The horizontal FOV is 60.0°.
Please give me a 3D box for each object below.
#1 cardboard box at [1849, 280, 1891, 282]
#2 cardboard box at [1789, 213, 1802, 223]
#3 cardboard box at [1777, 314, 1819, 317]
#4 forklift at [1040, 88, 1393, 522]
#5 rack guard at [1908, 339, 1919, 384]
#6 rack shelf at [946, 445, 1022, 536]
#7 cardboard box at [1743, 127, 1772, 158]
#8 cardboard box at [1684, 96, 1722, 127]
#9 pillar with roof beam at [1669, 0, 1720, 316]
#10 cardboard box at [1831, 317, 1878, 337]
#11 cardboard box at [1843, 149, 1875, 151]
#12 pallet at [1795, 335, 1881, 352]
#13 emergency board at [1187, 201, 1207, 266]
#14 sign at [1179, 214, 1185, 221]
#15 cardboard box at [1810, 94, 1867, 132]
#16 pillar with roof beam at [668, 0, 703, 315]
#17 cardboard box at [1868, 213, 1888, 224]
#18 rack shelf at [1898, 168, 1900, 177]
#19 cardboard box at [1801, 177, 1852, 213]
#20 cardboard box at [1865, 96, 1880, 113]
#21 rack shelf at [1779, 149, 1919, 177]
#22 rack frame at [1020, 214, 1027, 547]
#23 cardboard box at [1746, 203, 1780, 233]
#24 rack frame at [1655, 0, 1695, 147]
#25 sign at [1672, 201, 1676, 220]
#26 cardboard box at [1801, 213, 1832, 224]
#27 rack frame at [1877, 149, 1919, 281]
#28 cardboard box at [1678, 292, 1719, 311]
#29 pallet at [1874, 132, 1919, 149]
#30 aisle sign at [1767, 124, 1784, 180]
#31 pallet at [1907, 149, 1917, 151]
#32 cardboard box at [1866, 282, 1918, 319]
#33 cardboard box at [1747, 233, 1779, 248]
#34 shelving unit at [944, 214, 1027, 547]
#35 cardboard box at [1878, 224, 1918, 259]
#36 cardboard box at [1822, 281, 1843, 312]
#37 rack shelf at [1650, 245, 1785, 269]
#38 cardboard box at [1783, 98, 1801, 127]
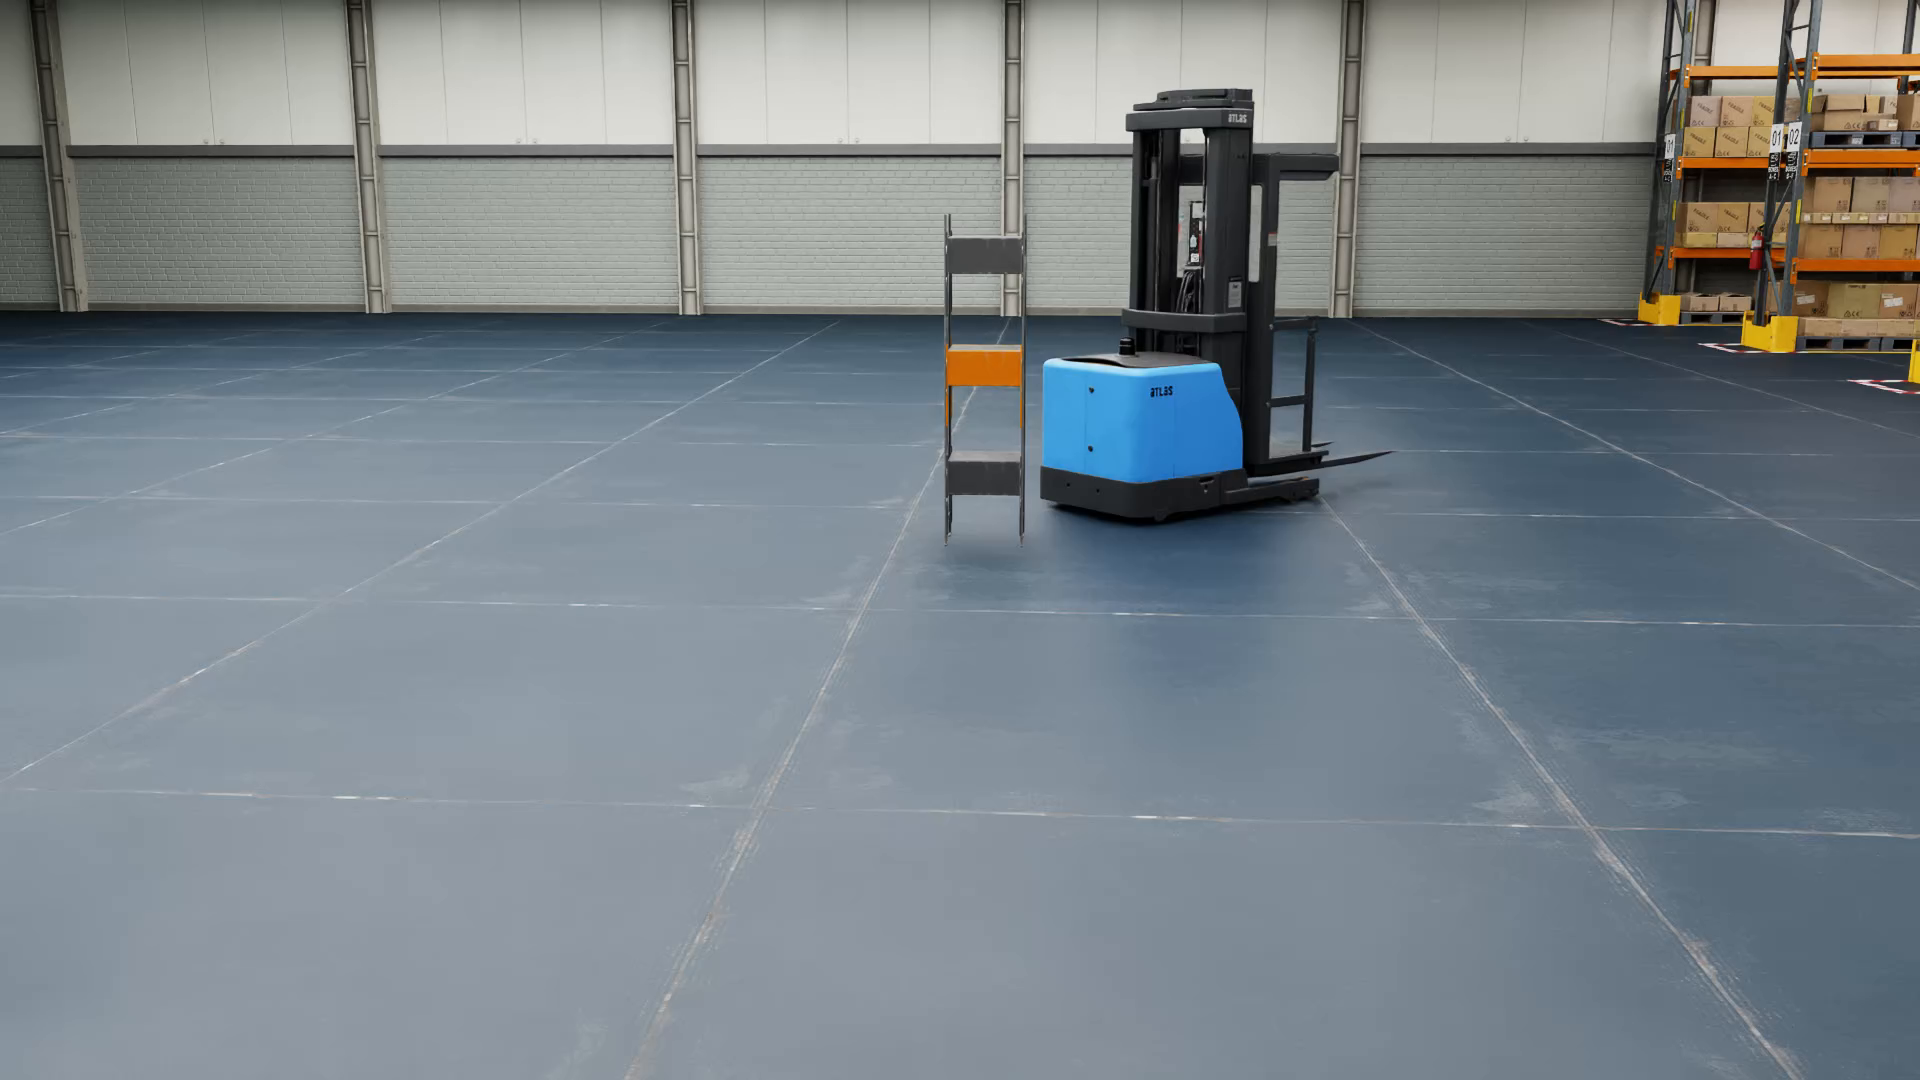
[{"bbox_3d":[13.397,-3.547,24.406,0.500,0.500,0.500,1,12,4],"label":"cardboard box"},{"bbox_3d":[12.237,-4.677,24.124,0.250,0.149,0.380,1,12,3],"label":"cardboard box"},{"bbox_3d":[12.398,-3.190,24.531,0.500,0.250,0.500,1,12,4],"label":"cardboard box"},{"bbox_3d":[2.046,-1.781,12.275,3.031,2.935,1.130,-9,15,-38],"label":"forklift"},{"bbox_3d":[11.587,-2.050,19.499,0.348,0.500,1.175,1,12,4],"label":"rack guard"},{"bbox_3d":[0.165,-0.327,10.838,0.480,0.518,0.431,1,12,4],"label":"rack shelf"},{"bbox_3d":[13.539,-6.740,28.192,0.500,0.500,0.500,1,12,6],"label":"cardboard box"},{"bbox_3d":[12.539,-7.251,28.193,0.500,0.500,0.500,0,12,0],"label":"cardboard box"},{"bbox_3d":[12.639,-7.513,24.858,0.400,9.000,9.100,1,12,4],"label":"pillar with roof beam"},{"bbox_3d":[12.863,-3.078,23.996,0.500,0.250,0.500,1,12,4],"label":"cardboard box"},{"bbox_3d":[15.137,-6.727,28.134,0.500,0.500,0.500,0,12,-1],"label":"cardboard box"},{"bbox_3d":[12.609,-2.911,24.316,1.213,0.211,1.003,1,12,4],"label":"pallet"},{"bbox_3d":[4.477,-5.580,30.268,0.643,1.169,0.194,1,12,4],"label":"emergency board"},{"bbox_3d":[3.936,-5.884,30.338,0.331,0.109,0.001,1,12,4],"label":"sign"},{"bbox_3d":[12.416,-6.061,23.623,0.637,0.503,0.797,2,12,8],"label":"cardboard box"},{"bbox_3d":[-5.321,-7.760,26.035,0.400,9.000,9.100,1,12,4],"label":"pillar with roof beam"},{"bbox_3d":[12.984,-4.584,23.676,0.250,0.149,0.380,1,12,3],"label":"cardboard box"},{"bbox_3d":[18.157,-6.323,28.252,4.000,0.370,1.077,1,12,4],"label":"rack shelf"},{"bbox_3d":[12.361,-4.951,23.850,0.500,0.500,0.700,1,12,4],"label":"cardboard box"},{"bbox_3d":[15.093,-7.208,27.988,0.500,0.500,0.500,1,12,7],"label":"cardboard box"},{"bbox_3d":[13.839,-5.366,23.675,4.000,0.370,1.077,1,12,4],"label":"rack shelf"},{"bbox_3d":[0.409,-1.022,10.676,0.015,2.100,0.400,1,12,4],"label":"rack frame"},{"bbox_3d":[13.634,-5.508,28.407,0.500,0.500,0.500,0,12,2],"label":"cardboard box"},{"bbox_3d":[12.171,-8.226,28.263,0.127,3.000,1.000,1,12,4],"label":"rack frame"},{"bbox_3d":[12.134,-5.602,28.259,0.005,0.325,0.100,1,12,4],"label":"sign"},{"bbox_3d":[12.220,-4.594,23.727,0.250,0.149,0.380,1,12,3],"label":"cardboard box"},{"bbox_3d":[16.162,-5.235,28.616,0.127,3.000,1.000,1,12,4],"label":"rack frame"},{"bbox_3d":[12.855,-4.161,28.975,0.500,0.311,0.500,-1,12,-3],"label":"cardboard box"},{"bbox_3d":[13.768,-5.671,23.593,1.213,0.211,1.003,1,12,4],"label":"pallet"},{"bbox_3d":[11.797,-5.611,24.064,0.004,0.787,0.394,1,12,4],"label":"aisle sign"},{"bbox_3d":[16.770,-6.581,28.184,1.003,0.211,1.213,1,12,4],"label":"pallet"},{"bbox_3d":[13.362,-3.441,23.898,0.500,0.500,0.500,1,12,4],"label":"cardboard box"},{"bbox_3d":[13.663,-5.142,28.490,0.500,0.250,0.500,1,12,3],"label":"cardboard box"},{"bbox_3d":[0.165,-1.025,10.692,0.503,2.100,0.431,1,12,4],"label":"shelving unit"},{"bbox_3d":[13.327,-4.303,23.918,0.500,0.500,0.700,1,12,4],"label":"cardboard box"},{"bbox_3d":[15.123,-4.232,28.856,0.500,0.500,0.500,0,12,-1],"label":"cardboard box"},{"bbox_3d":[14.166,-4.910,28.820,4.000,0.370,1.077,1,12,4],"label":"rack shelf"},{"bbox_3d":[14.155,-7.328,28.564,0.500,0.500,0.500,1,12,4],"label":"cardboard box"}]
